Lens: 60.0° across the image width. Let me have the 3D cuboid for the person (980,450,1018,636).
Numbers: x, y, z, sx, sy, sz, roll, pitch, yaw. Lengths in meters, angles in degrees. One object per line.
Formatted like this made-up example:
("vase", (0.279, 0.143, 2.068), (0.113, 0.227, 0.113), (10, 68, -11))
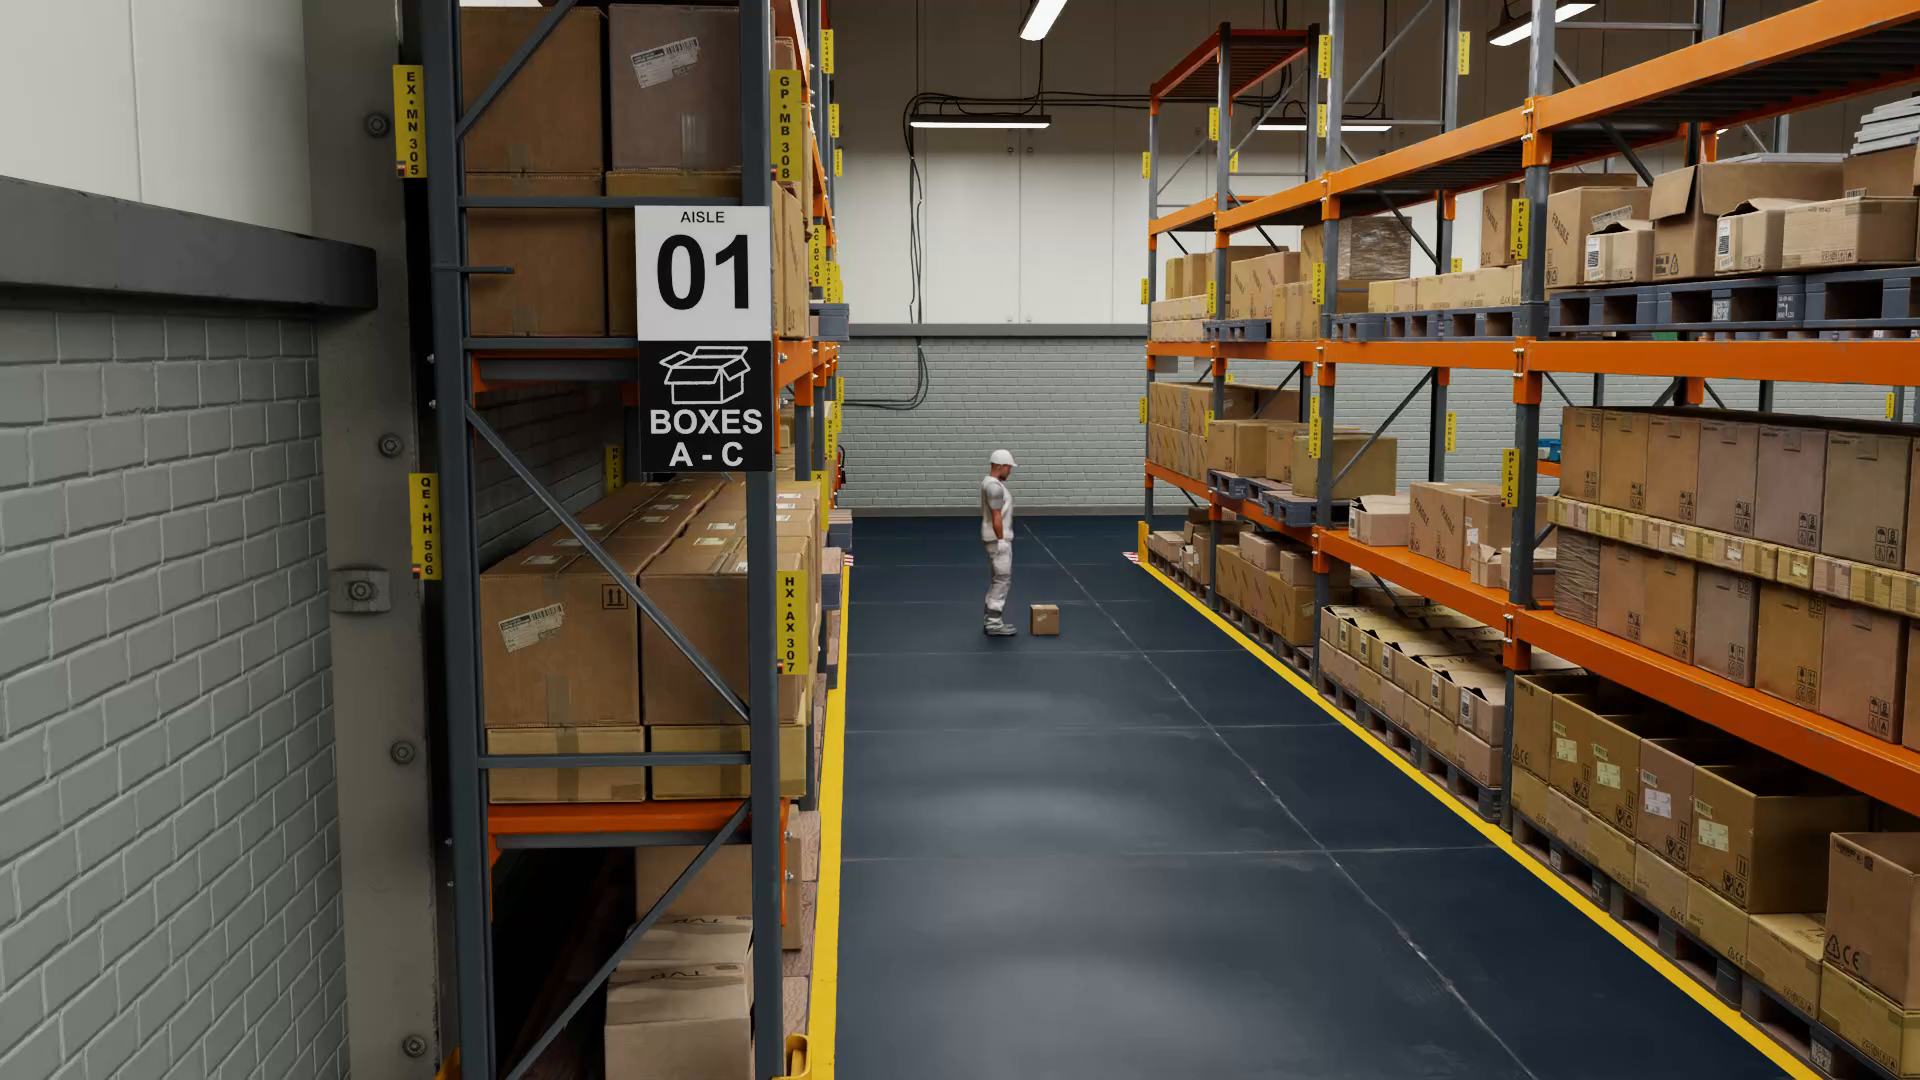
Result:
("person", (0.376, 0.018, 16.040), (0.364, 1.774, 0.529), (0, 7, -3))
